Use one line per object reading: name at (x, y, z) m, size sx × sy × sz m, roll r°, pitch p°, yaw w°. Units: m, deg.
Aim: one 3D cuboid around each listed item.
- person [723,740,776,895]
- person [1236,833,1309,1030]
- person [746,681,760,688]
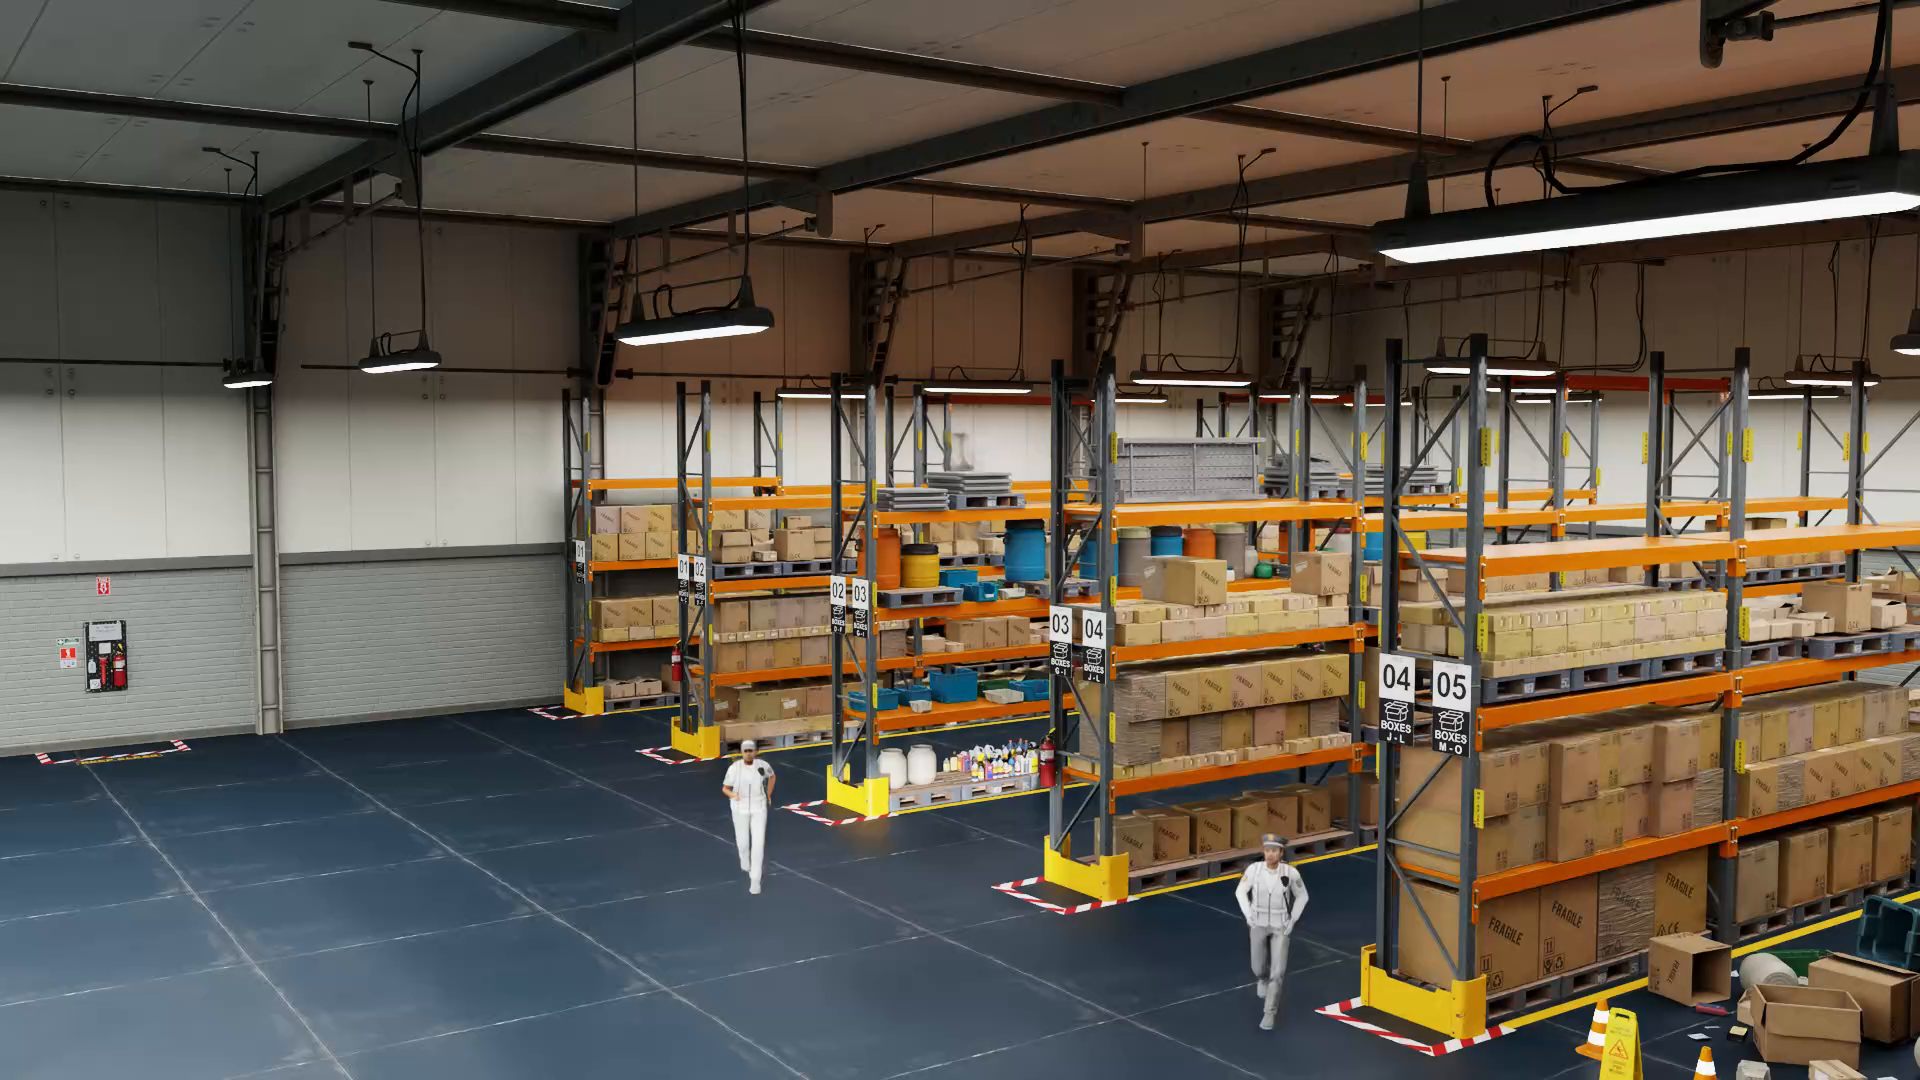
person at (-2.408, 3.113, 19.033) m, size 0.607 × 1.680 × 0.923 m, roll 0°, pitch 4°, yaw -7°
person at (2.752, 3.400, 14.685) m, size 0.636 × 1.695 × 0.660 m, roll 1°, pitch 4°, yaw 16°
person at (-3.537, 2.429, 29.280) m, size 0.632 × 1.734 × 0.691 m, roll -3°, pitch 5°, yaw -36°
